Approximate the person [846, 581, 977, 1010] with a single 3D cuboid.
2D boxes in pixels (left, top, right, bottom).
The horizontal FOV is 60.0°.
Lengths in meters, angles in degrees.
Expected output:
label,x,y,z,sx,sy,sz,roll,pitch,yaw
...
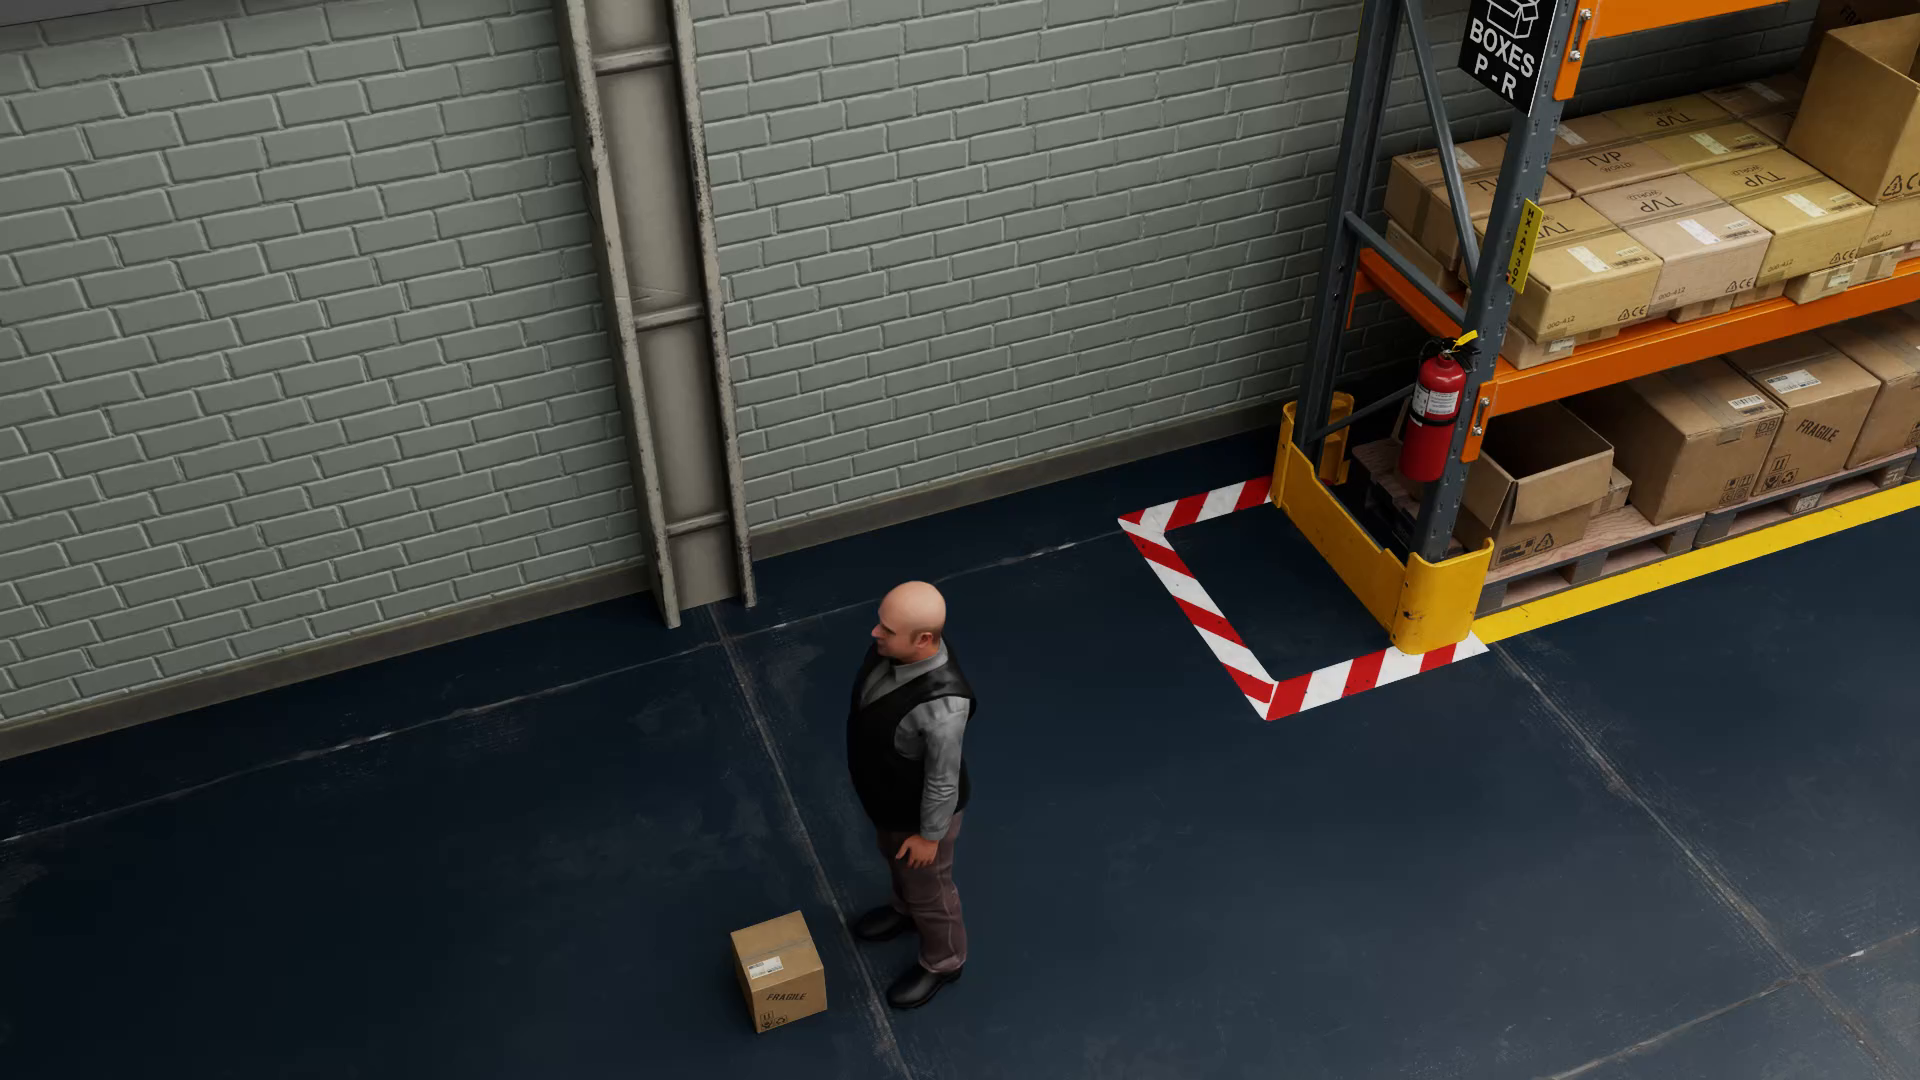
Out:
label,x,y,z,sx,sy,sz,roll,pitch,yaw
person,-0.163,0.797,5.278,0.357,1.729,0.537,-14,43,-16
